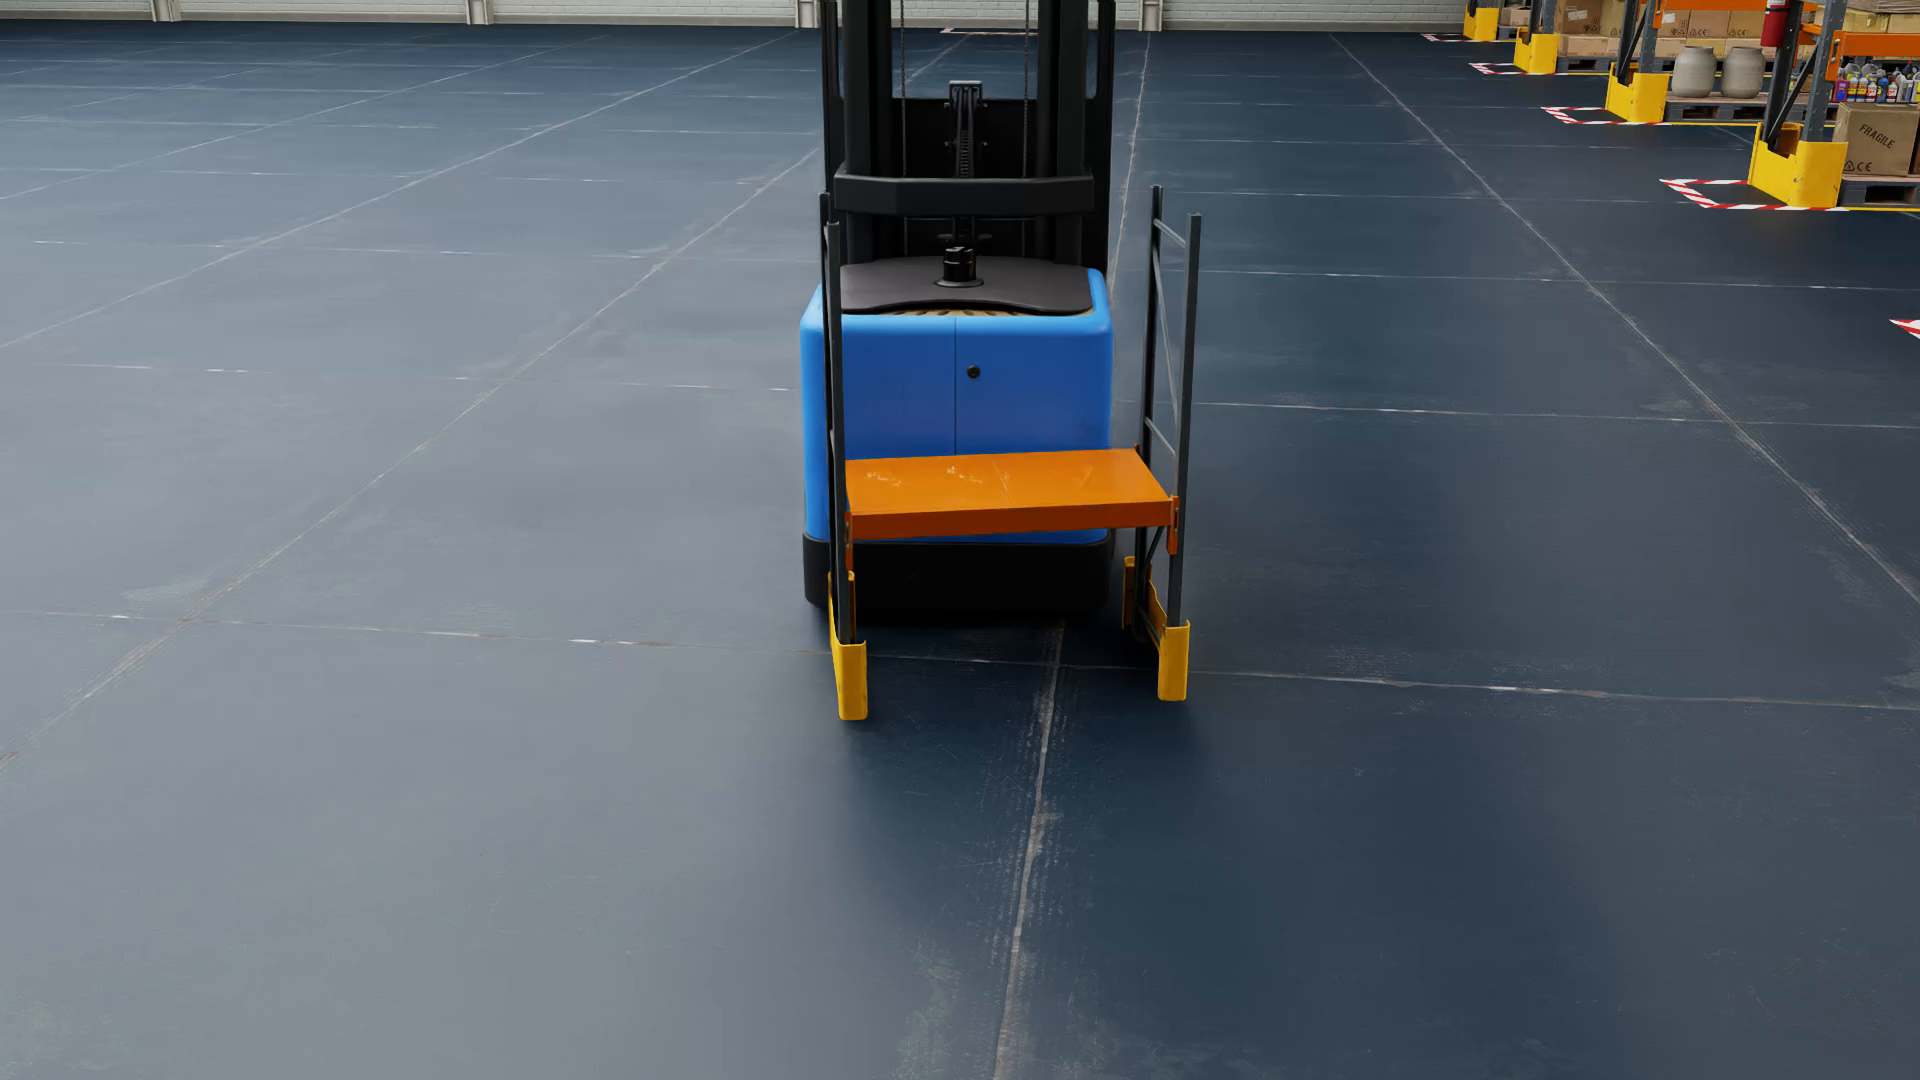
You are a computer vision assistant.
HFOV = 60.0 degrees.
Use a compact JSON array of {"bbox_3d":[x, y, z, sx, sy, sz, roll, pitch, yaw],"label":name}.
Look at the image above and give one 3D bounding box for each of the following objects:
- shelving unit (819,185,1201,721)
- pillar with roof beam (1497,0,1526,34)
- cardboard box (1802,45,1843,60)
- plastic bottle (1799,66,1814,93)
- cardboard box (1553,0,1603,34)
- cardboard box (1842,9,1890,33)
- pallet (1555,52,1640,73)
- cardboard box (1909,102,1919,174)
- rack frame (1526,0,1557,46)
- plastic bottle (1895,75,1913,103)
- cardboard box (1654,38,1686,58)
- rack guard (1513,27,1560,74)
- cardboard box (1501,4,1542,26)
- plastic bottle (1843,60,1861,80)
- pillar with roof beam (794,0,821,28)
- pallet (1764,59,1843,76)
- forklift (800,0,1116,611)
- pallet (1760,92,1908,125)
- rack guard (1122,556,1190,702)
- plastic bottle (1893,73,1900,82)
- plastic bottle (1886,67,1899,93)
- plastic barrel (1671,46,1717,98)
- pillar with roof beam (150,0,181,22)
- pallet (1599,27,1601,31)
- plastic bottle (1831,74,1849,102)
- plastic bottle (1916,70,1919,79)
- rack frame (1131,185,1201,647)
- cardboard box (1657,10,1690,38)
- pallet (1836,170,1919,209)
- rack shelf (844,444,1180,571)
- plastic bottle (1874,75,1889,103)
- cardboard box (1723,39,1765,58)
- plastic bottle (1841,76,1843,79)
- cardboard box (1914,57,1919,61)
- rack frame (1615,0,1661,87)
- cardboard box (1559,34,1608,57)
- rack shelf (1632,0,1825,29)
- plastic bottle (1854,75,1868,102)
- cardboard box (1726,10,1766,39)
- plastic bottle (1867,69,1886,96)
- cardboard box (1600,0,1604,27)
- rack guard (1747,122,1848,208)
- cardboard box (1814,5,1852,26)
[{"bbox_3d":[0.136,-0.280,5.108,1.083,1.500,0.587,-3,22,-7],"label":"shelving unit"},{"bbox_3d":[8.731,-11.142,22.383,0.400,9.000,9.100,2,22,6],"label":"pillar with roof beam"},{"bbox_3d":[11.348,-6.514,22.004,0.500,0.250,0.500,2,22,6],"label":"cardboard box"},{"bbox_3d":[9.269,-5.045,18.217,0.133,0.283,0.061,3,22,8],"label":"plastic bottle"},{"bbox_3d":[8.429,-7.180,22.671,0.500,0.500,0.500,2,22,6],"label":"cardboard box"},{"bbox_3d":[6.947,-3.997,12.811,0.250,0.149,0.380,2,22,6],"label":"cardboard box"},{"bbox_3d":[8.626,-6.515,22.632,1.213,0.211,1.003,2,22,6],"label":"pallet"},{"bbox_3d":[7.908,-3.199,13.281,0.500,0.500,0.500,8,23,20],"label":"cardboard box"},{"bbox_3d":[7.862,-7.830,22.165,0.127,3.000,1.000,2,22,6],"label":"rack frame"},{"bbox_3d":[9.902,-4.740,17.455,0.135,0.276,0.152,3,22,7],"label":"plastic bottle"},{"bbox_3d":[9.361,-6.600,22.222,0.500,0.250,0.500,2,22,6],"label":"cardboard box"},{"bbox_3d":[7.838,-6.668,22.627,0.348,0.500,1.175,2,22,6],"label":"rack guard"},{"bbox_3d":[9.117,-8.530,26.994,0.500,0.311,0.500,0,22,0],"label":"cardboard box"},{"bbox_3d":[9.700,-5.042,18.118,0.185,0.351,0.144,3,22,9],"label":"plastic bottle"},{"bbox_3d":[-3.185,-11.661,23.697,0.400,9.000,9.100,2,22,6],"label":"pillar with roof beam"},{"bbox_3d":[11.049,-6.410,22.365,1.213,0.211,1.003,2,22,6],"label":"pallet"},{"bbox_3d":[0.038,-1.616,6.541,1.130,2.935,3.031,1,22,2],"label":"forklift"},{"bbox_3d":[9.370,-4.648,17.909,1.213,0.211,1.003,2,22,6],"label":"pallet"},{"bbox_3d":[0.630,0.278,5.397,0.087,0.250,0.587,-3,22,-7],"label":"rack guard"},{"bbox_3d":[9.913,-4.782,17.552,0.133,0.283,0.061,2,22,6],"label":"plastic bottle"},{"bbox_3d":[10.148,-5.007,18.120,0.133,0.283,0.061,3,22,9],"label":"plastic bottle"},{"bbox_3d":[7.938,-5.059,17.969,0.421,0.512,0.421,0,22,0],"label":"plastic barrel"},{"bbox_3d":[-15.102,-12.181,25.010,0.400,9.000,9.100,2,22,6],"label":"pillar with roof beam"},{"bbox_3d":[10.527,-8.237,26.987,1.213,0.211,1.003,2,22,6],"label":"pallet"},{"bbox_3d":[9.261,-4.754,17.481,0.133,0.283,0.061,3,22,7],"label":"plastic bottle"},{"bbox_3d":[10.336,-4.933,17.949,0.097,0.271,0.097,0,22,0],"label":"plastic bottle"},{"bbox_3d":[0.631,-0.303,5.167,0.032,1.500,0.500,-3,22,-7],"label":"rack frame"},{"bbox_3d":[9.363,-6.953,22.095,0.500,0.500,0.500,2,22,6],"label":"cardboard box"},{"bbox_3d":[7.570,-2.865,13.399,1.213,0.211,1.003,2,22,6],"label":"pallet"},{"bbox_3d":[0.127,-0.112,5.173,1.000,0.185,0.538,-3,22,-7],"label":"rack shelf"},{"bbox_3d":[9.680,-4.737,17.454,0.097,0.271,0.097,0,22,0],"label":"plastic bottle"},{"bbox_3d":[10.354,-6.555,22.109,0.500,0.250,0.500,2,22,6],"label":"cardboard box"},{"bbox_3d":[9.539,-4.932,18.043,0.097,0.201,0.097,0,22,0],"label":"plastic bottle"},{"bbox_3d":[12.713,-6.443,21.825,0.500,0.250,0.500,3,22,8],"label":"cardboard box"},{"bbox_3d":[7.275,-6.021,17.591,0.127,3.000,1.000,2,22,6],"label":"rack frame"},{"bbox_3d":[8.368,-6.642,22.329,0.500,0.250,0.500,2,22,6],"label":"cardboard box"},{"bbox_3d":[9.261,-5.600,17.504,4.000,0.370,1.077,2,22,6],"label":"rack shelf"},{"bbox_3d":[9.479,-4.746,17.477,0.097,0.271,0.097,0,22,0],"label":"plastic bottle"},{"bbox_3d":[10.356,-6.908,21.983,0.500,0.500,0.500,2,22,6],"label":"cardboard box"},{"bbox_3d":[9.892,-4.944,17.972,0.135,0.276,0.152,2,22,6],"label":"plastic bottle"},{"bbox_3d":[10.406,-8.543,26.771,0.500,0.500,0.700,1,22,3],"label":"cardboard box"},{"bbox_3d":[6.768,-3.047,13.468,0.348,0.500,1.175,2,22,6],"label":"rack guard"},{"bbox_3d":[6.999,-4.159,13.222,0.250,0.149,0.380,2,22,6],"label":"cardboard box"}]
